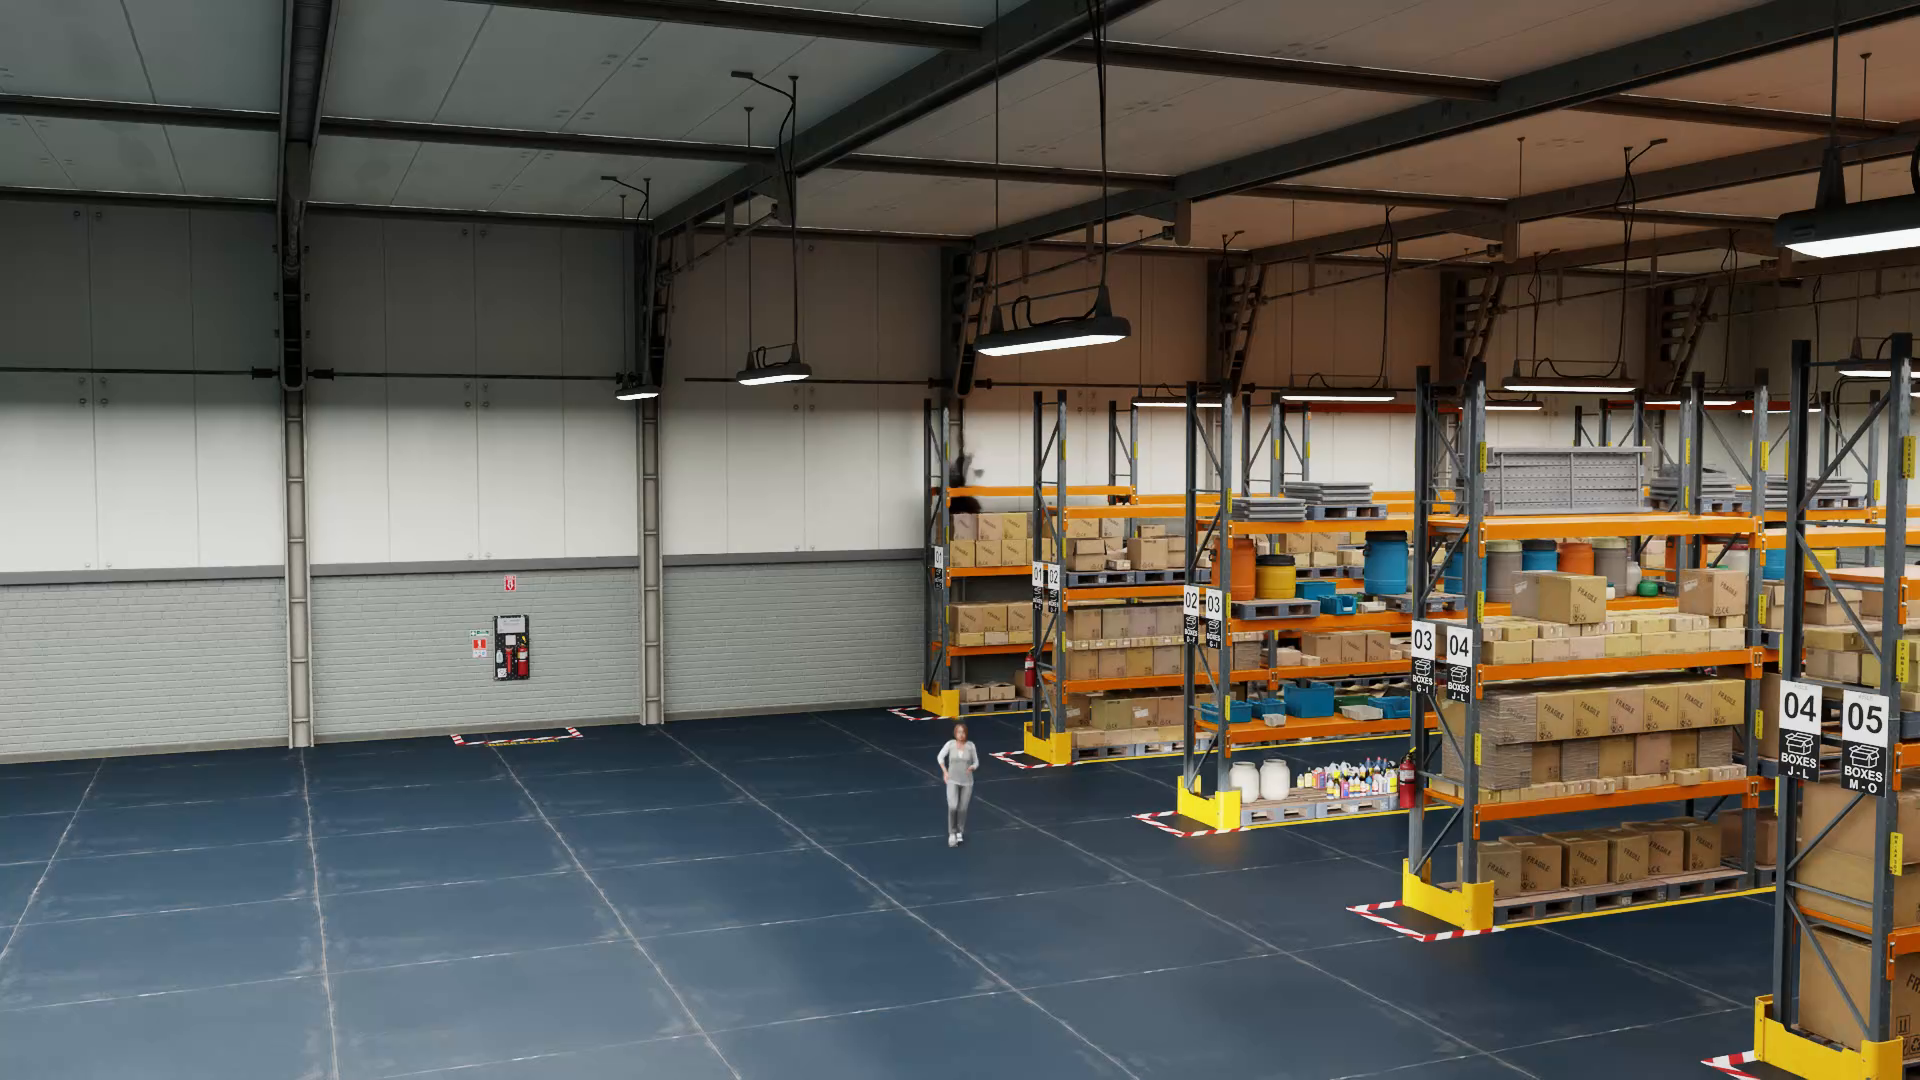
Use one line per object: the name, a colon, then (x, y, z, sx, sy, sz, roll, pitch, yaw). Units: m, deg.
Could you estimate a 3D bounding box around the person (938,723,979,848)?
person: (-0.012, 3.122, 21.168, 0.512, 1.593, 0.666, 0, 3, -6)
